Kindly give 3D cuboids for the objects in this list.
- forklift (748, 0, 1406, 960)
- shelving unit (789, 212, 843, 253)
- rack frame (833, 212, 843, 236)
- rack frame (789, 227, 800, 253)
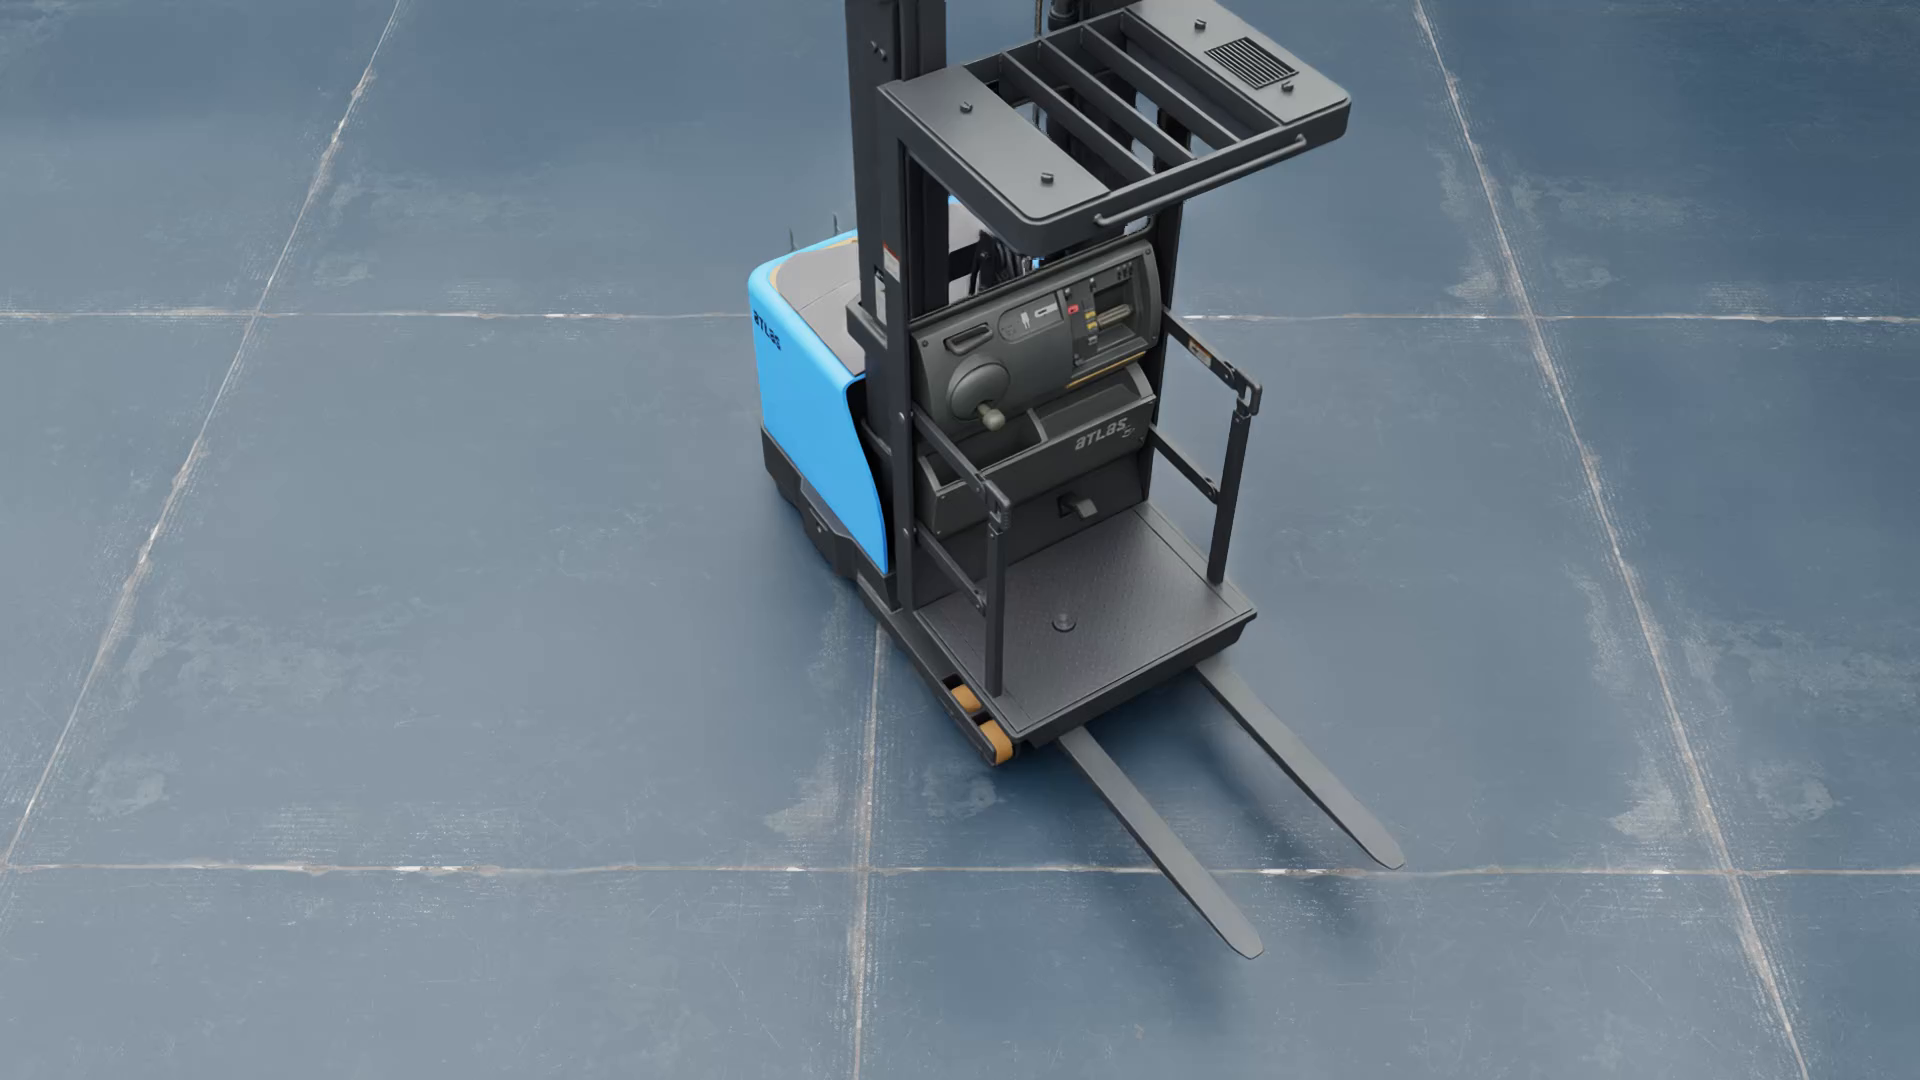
[{"bbox_3d":[0.390,-0.578,5.367,1.130,2.935,3.031,-25,52,-22],"label":"forklift"},{"bbox_3d":[-0.537,-0.922,7.065,0.210,0.900,0.258,-24,48,-21],"label":"shelving unit"},{"bbox_3d":[-0.450,-0.960,7.101,0.006,0.900,0.240,-24,48,-21],"label":"rack frame"},{"bbox_3d":[-0.624,-0.884,7.029,0.006,0.900,0.240,-24,48,-21],"label":"rack frame"}]
